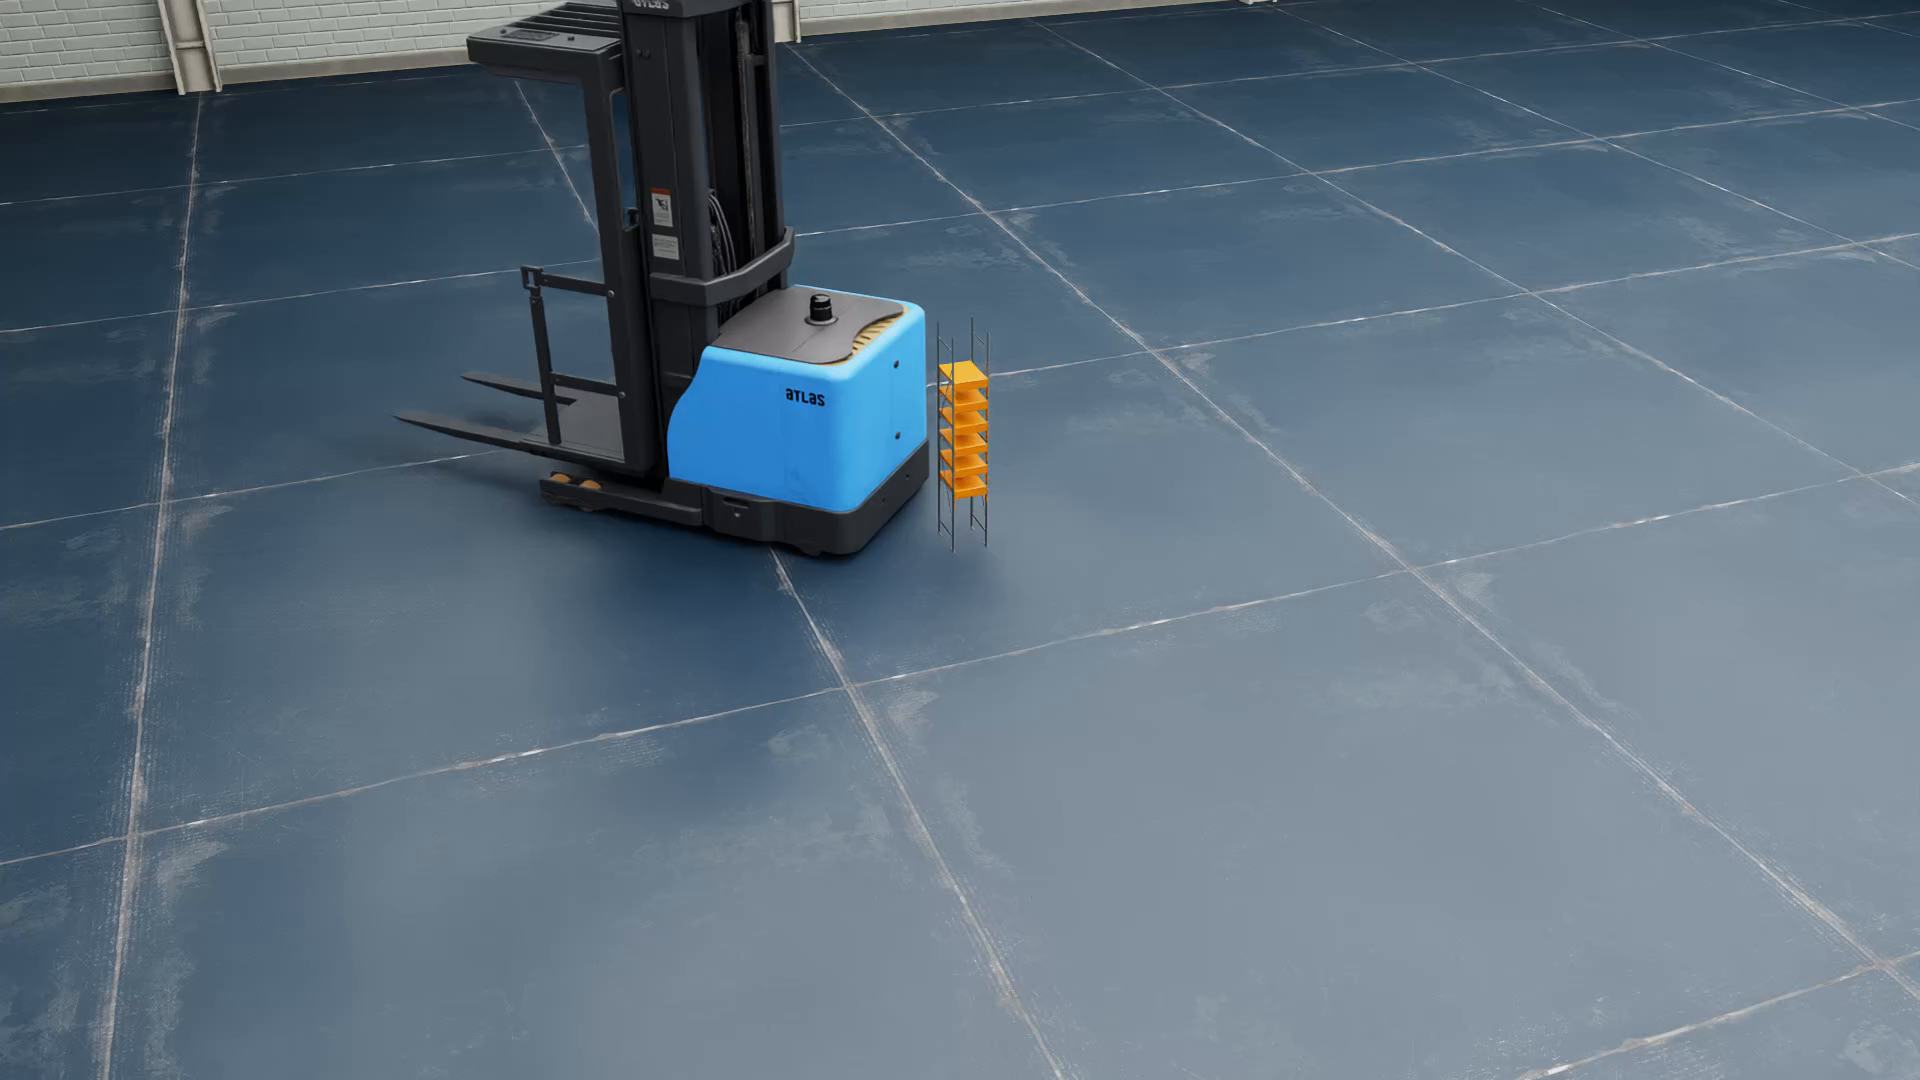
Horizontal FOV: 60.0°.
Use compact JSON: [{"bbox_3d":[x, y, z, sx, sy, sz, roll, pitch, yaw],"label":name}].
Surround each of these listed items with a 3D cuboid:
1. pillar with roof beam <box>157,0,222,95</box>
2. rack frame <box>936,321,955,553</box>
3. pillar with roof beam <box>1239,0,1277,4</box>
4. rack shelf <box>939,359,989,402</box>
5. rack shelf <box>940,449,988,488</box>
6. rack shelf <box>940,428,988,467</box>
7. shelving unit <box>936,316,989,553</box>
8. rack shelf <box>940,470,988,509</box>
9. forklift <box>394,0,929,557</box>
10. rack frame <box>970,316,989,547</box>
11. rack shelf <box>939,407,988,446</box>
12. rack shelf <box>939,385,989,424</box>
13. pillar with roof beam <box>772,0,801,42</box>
[{"bbox_3d":[-6.121,-6.438,10.959,0.400,9.000,9.100,-10,31,-18],"label":"pillar with roof beam"},{"bbox_3d":[-0.072,-0.508,8.430,0.006,1.200,0.240,-10,31,-18],"label":"rack frame"},{"bbox_3d":[5.126,-8.509,14.595,0.400,9.000,9.100,-10,31,-18],"label":"pillar with roof beam"},{"bbox_3d":[0.014,-0.798,8.301,0.180,0.103,0.258,-10,31,-18],"label":"rack shelf"},{"bbox_3d":[0.014,-0.381,8.539,0.180,0.103,0.258,-10,31,-18],"label":"rack shelf"},{"bbox_3d":[0.014,-0.485,8.479,0.180,0.103,0.258,-10,31,-18],"label":"rack shelf"},{"bbox_3d":[0.014,-0.524,8.457,0.189,1.200,0.258,-10,31,-18],"label":"shelving unit"},{"bbox_3d":[0.014,-0.277,8.598,0.180,0.103,0.258,-10,31,-18],"label":"rack shelf"},{"bbox_3d":[-1.735,-1.653,8.691,3.031,2.935,1.130,12,32,20],"label":"forklift"},{"bbox_3d":[0.099,-0.540,8.485,0.006,1.200,0.240,-10,31,-18],"label":"rack frame"},{"bbox_3d":[0.014,-0.589,8.420,0.180,0.103,0.258,-10,31,-18],"label":"rack shelf"},{"bbox_3d":[0.014,-0.694,8.361,0.180,0.103,0.258,-10,31,-18],"label":"rack shelf"},{"bbox_3d":[-0.498,-7.473,12.777,0.400,9.000,9.100,-10,31,-18],"label":"pillar with roof beam"}]
